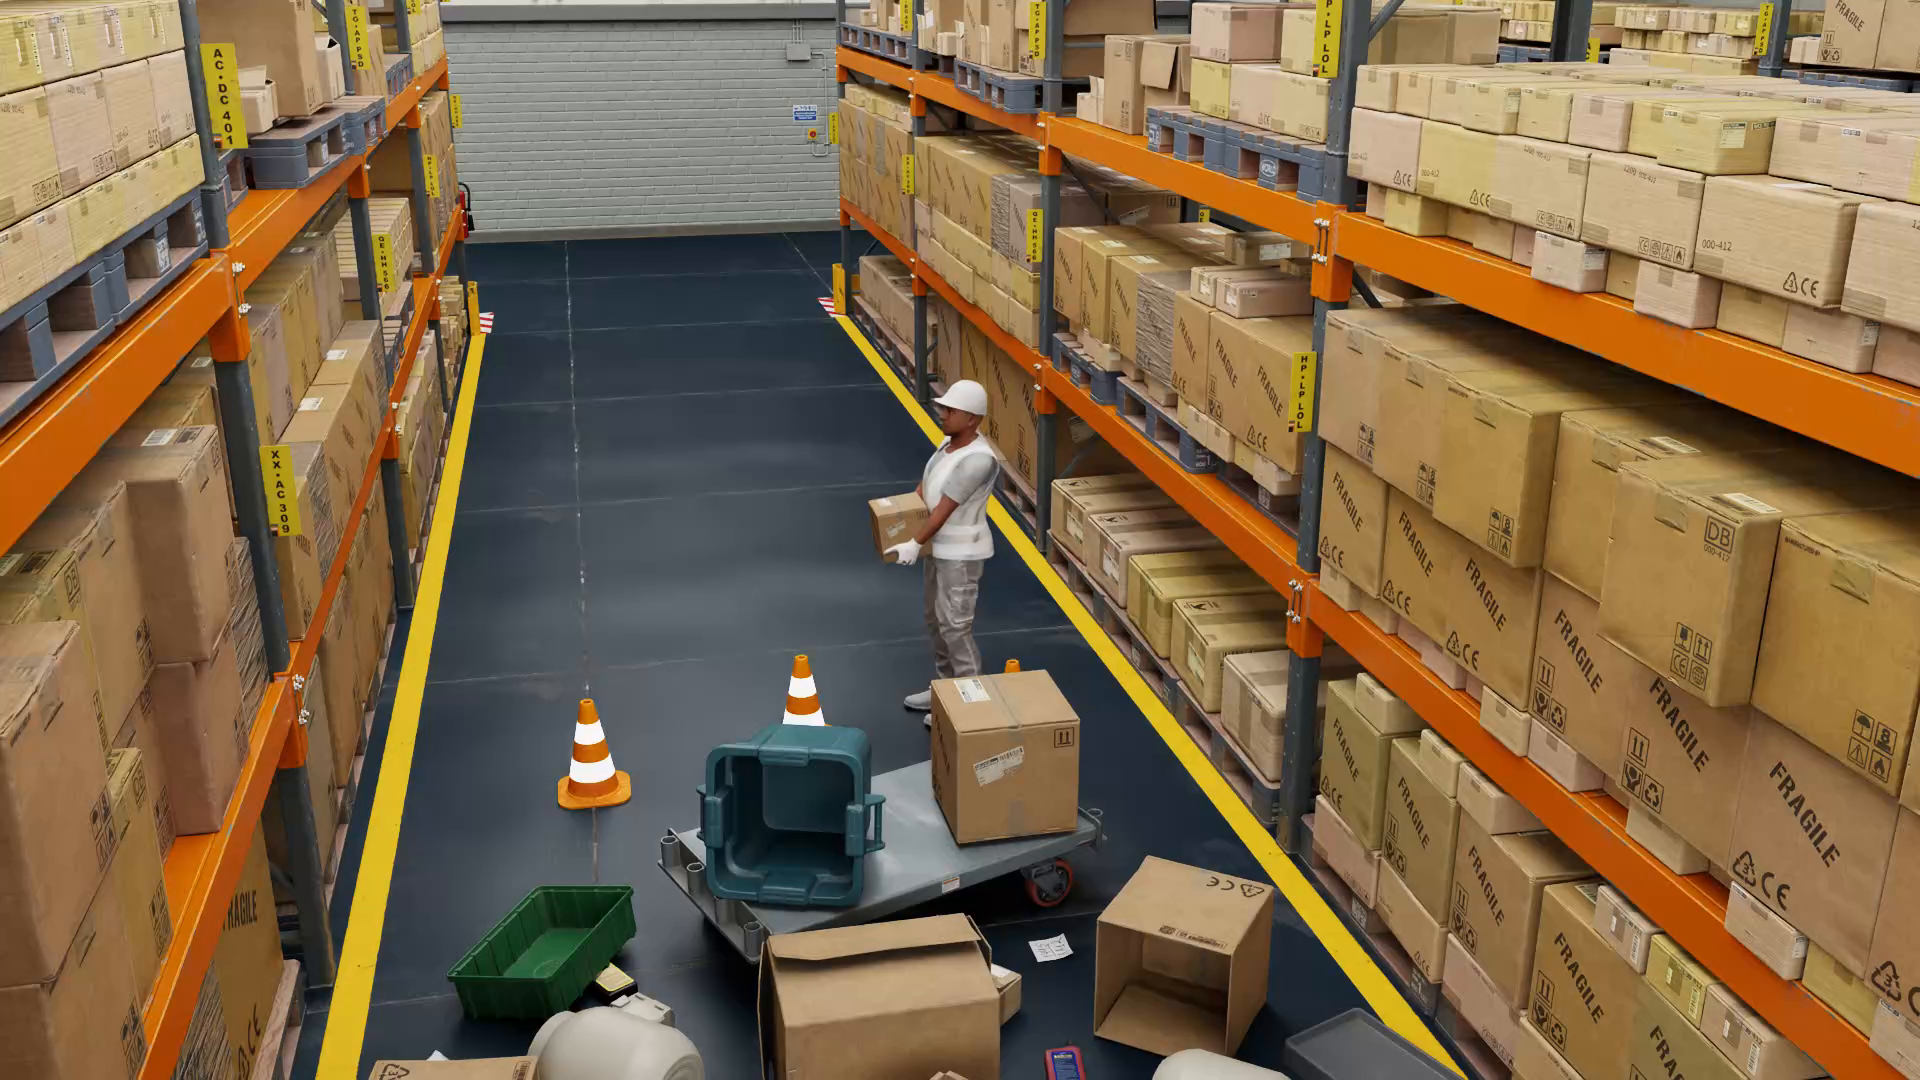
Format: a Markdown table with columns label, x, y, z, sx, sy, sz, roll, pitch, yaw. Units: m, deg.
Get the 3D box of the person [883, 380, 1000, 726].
| label | x | y | z | sx | sy | sz | roll | pitch | yaw |
| --- | --- | --- | --- | --- | --- | --- | --- | --- | --- |
| person | -0.120 | 0.074 | 8.335 | 0.580 | 1.779 | 0.488 | -5 | 20 | -13 |
